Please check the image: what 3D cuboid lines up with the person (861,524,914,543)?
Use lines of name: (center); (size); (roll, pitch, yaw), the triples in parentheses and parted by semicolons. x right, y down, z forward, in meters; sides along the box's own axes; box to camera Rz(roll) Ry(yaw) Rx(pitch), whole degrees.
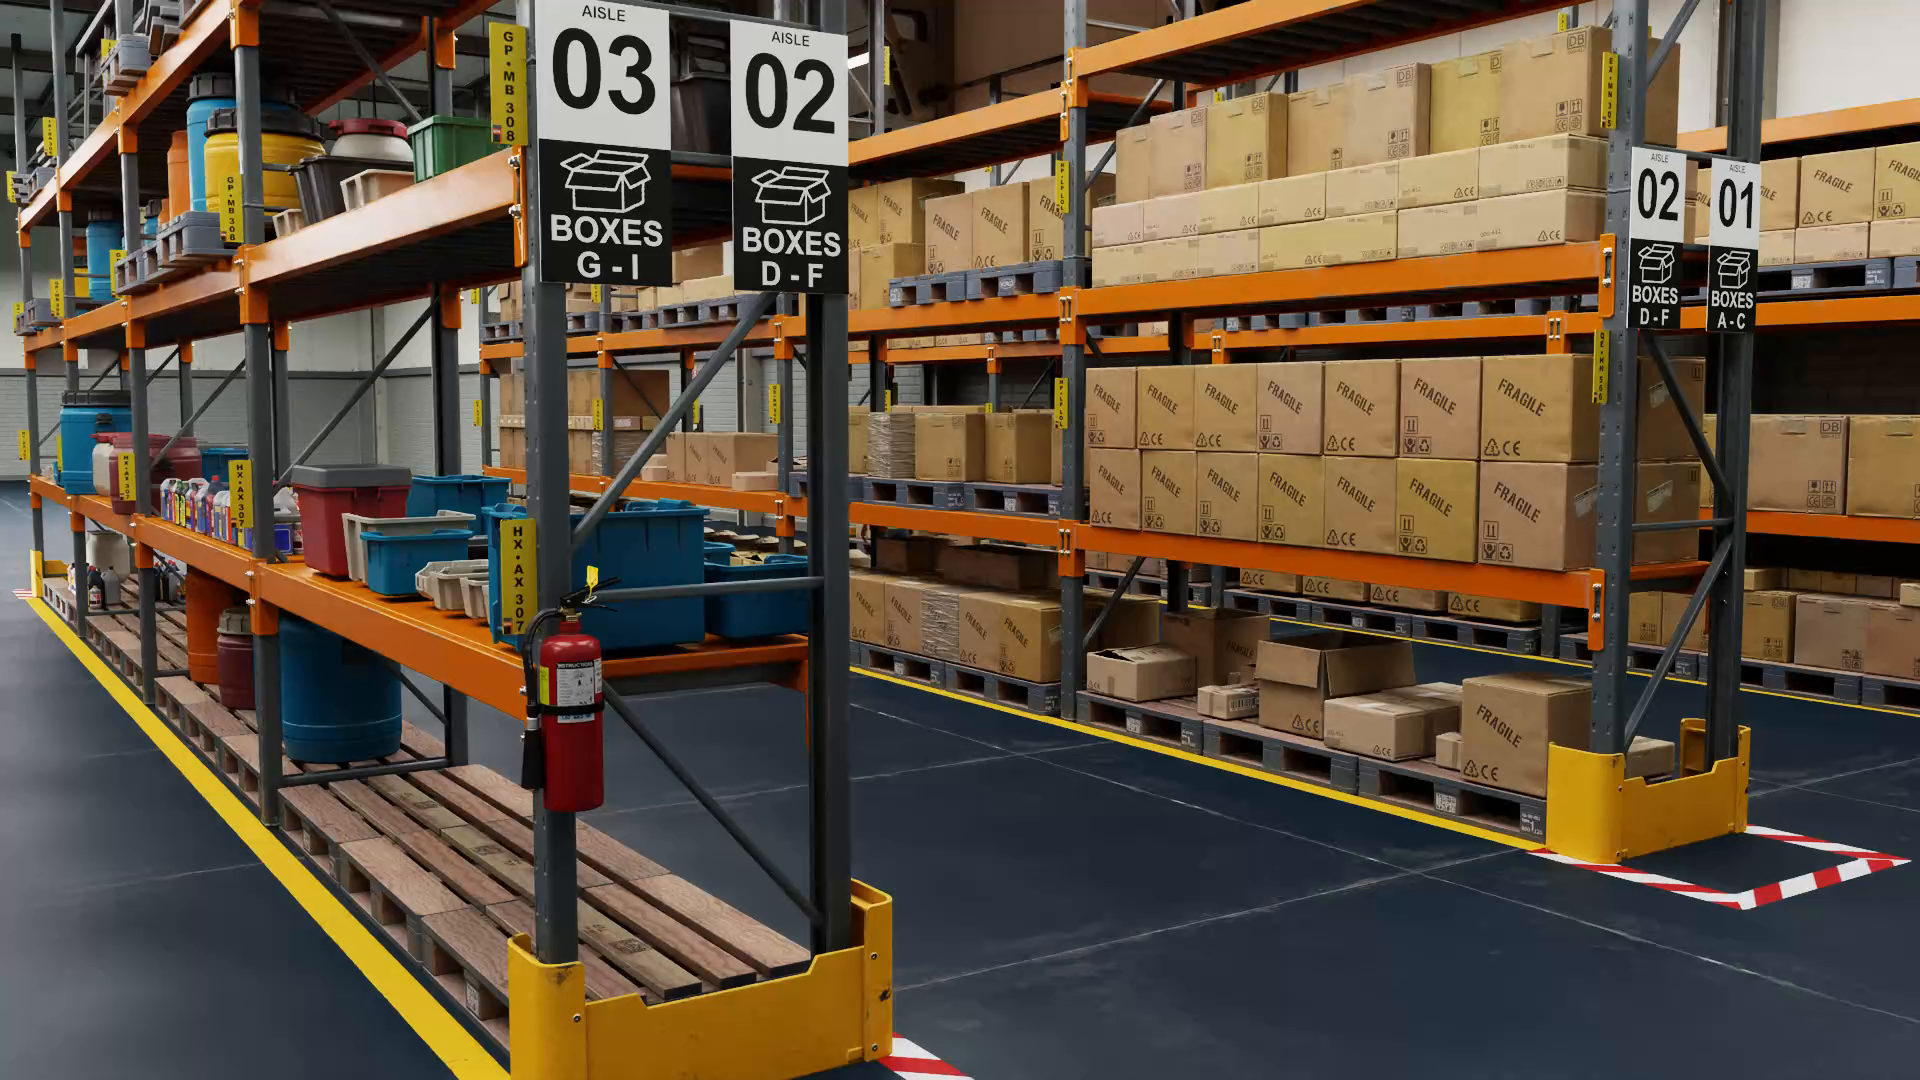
person: (-0.710, -0.154, 16.626); (0.635, 1.760, 0.462); (-3, 6, -35)
